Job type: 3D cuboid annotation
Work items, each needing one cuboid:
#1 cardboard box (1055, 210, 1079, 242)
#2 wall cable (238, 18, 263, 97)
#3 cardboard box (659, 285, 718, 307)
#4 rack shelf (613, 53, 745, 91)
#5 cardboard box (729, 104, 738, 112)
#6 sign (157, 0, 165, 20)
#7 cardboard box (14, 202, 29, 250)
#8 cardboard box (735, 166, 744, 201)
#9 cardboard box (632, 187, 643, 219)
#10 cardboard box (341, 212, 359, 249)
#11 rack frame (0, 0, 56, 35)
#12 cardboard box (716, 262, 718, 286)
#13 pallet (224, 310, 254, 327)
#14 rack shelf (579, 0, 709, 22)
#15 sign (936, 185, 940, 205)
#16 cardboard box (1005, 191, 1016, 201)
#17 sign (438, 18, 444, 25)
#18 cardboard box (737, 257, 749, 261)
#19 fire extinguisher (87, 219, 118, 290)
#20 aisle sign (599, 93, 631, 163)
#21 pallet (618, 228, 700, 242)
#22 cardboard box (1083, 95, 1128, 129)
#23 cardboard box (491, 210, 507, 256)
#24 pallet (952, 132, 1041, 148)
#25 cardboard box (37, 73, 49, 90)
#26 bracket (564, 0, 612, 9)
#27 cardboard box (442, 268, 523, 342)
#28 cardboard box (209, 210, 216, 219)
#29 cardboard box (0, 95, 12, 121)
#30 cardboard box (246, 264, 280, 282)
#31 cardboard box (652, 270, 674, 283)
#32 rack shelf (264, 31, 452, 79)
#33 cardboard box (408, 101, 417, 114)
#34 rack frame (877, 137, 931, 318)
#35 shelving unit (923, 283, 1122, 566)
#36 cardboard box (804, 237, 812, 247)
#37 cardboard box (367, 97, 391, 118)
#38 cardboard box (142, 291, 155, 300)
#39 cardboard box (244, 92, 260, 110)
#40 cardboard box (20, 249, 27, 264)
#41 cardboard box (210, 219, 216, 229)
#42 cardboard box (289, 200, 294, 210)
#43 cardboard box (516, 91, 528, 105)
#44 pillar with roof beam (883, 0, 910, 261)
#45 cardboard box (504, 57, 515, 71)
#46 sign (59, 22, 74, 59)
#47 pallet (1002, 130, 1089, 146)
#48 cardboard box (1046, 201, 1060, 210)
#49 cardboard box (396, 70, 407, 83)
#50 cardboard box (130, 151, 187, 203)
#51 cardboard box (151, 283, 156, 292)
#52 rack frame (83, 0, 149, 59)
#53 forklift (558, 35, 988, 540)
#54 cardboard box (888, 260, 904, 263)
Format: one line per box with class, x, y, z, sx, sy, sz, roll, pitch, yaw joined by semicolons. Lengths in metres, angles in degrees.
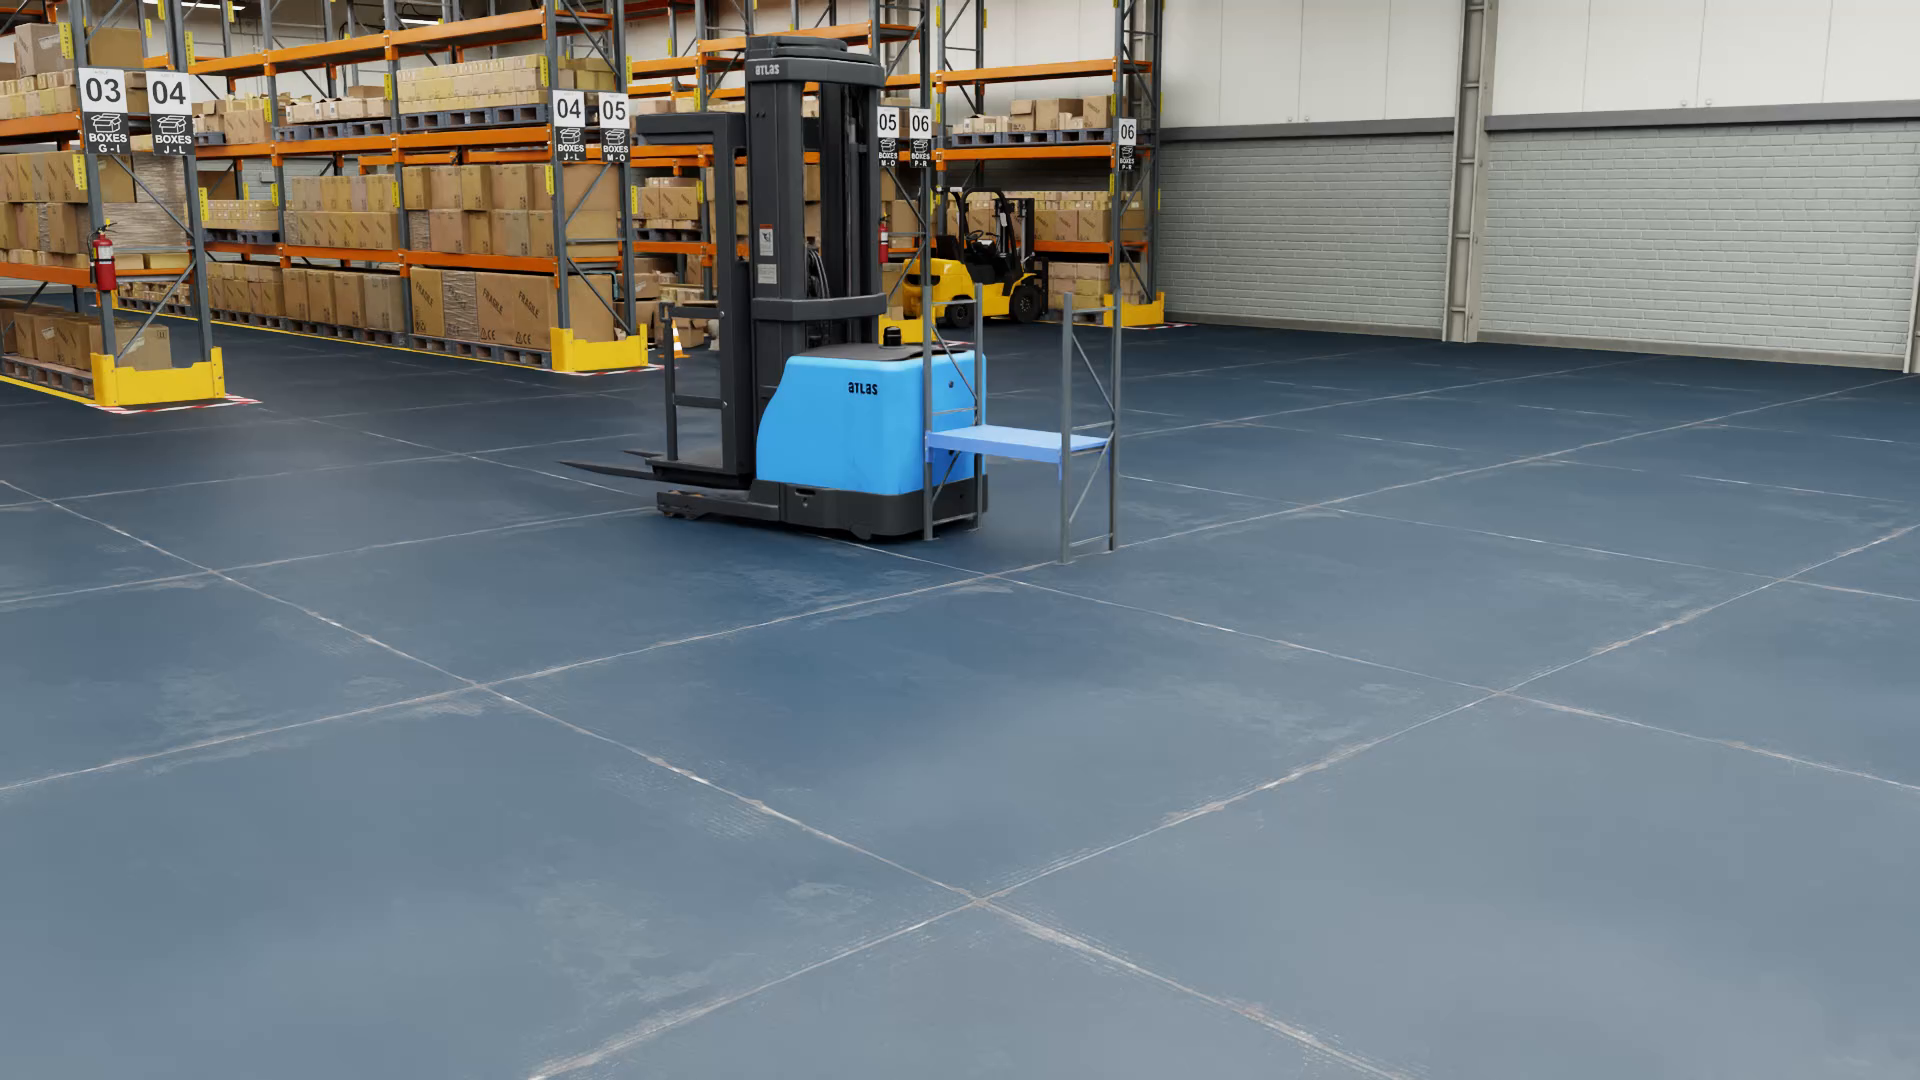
cardboard box;1.894;-5.097;26.971;0.500;0.500;0.500;-10;15;-41
wall cable;-15.993;-10.308;37.644;0.463;3.000;0.029;-11;16;-43
cardboard box;-4.437;-3.927;27.010;0.950;0.372;0.625;-10;15;-39
rack shelf;-4.956;-7.510;26.834;1.077;0.370;4.000;-11;16;-43
cardboard box;-3.217;-6.399;24.751;0.250;0.149;0.380;11;16;43
sign;-13.015;-8.652;27.096;0.100;0.325;0.005;-11;16;-43
cardboard box;-9.738;-3.430;18.142;0.875;0.500;0.500;-11;16;-43
cardboard box;-3.091;-5.340;24.934;0.700;0.500;0.500;-11;16;-42
cardboard box;-5.117;-5.488;27.090;0.500;0.500;0.500;11;16;43
cardboard box;-8.337;-4.358;23.385;0.500;0.500;0.500;-11;16;-42
rack frame;-10.742;-6.385;18.602;1.000;3.000;0.127;-11;16;-43
cardboard box;-4.624;-5.417;33.925;0.500;0.500;0.500;11;16;43
pallet;-11.224;-3.633;27.024;1.003;0.211;1.213;-11;16;-43
rack shelf;-6.893;-11.193;35.486;1.077;0.370;4.000;-11;16;-43
sign;-0.373;-5.971;28.787;0.100;0.325;0.005;-11;16;-43
cardboard box;0.965;-5.767;27.879;0.380;0.149;0.250;-11;16;-43
sign;-9.518;-9.395;30.503;0.100;0.325;0.005;-11;16;-43
cardboard box;-3.319;-4.221;25.274;0.380;0.149;0.250;-11;16;-42
fire extinguisher;-8.234;-2.744;15.989;0.296;0.674;0.183;-11;16;-43
aisle sign;-4.057;-4.844;19.547;0.394;0.787;0.004;-11;16;-43
pallet;-4.940;-5.034;27.388;1.003;0.211;1.213;-11;16;-43
cardboard box;2.293;-6.739;26.220;0.500;0.500;0.500;-10;15;-41
cardboard box;-5.303;-3.837;20.730;0.875;0.550;0.550;-11;16;-43
pallet;0.621;-6.825;28.390;1.003;0.211;1.213;-11;16;-43
cardboard box;-8.951;-4.563;16.577;0.380;0.149;0.250;-11;16;-42
bracket;-7.663;-12.003;36.950;0.076;0.066;4.783;-11;16;-43
cardboard box;-6.076;-3.056;21.534;0.875;0.875;0.875;-11;16;-42
cardboard box;-11.760;-5.207;26.594;0.380;0.149;0.250;-11;16;-43
cardboard box;-9.912;-4.590;17.697;0.500;0.250;0.500;11;16;43
cardboard box;-10.866;-4.191;26.116;0.500;0.250;0.500;-11;16;-42
cardboard box;-6.355;-5.646;35.619;0.396;0.266;0.258;-10;15;-41
rack shelf;-8.466;-6.805;23.415;1.077;0.370;4.000;-11;16;-43
cardboard box;-6.899;-5.586;21.491;0.380;0.149;0.250;-11;16;-42
rack frame;-0.812;-4.244;23.077;1.000;3.000;0.127;-11;16;-43
shelving unit;0.344;-0.695;9.569;1.048;1.500;0.538;10;15;40
cardboard box;-2.159;-4.322;24.081;0.380;0.149;0.250;-11;16;-43
cardboard box;-7.688;-5.854;22.543;0.500;0.250;0.500;-11;16;-42
cardboard box;-14.374;-4.376;29.740;0.250;0.149;0.380;11;16;42
cardboard box;-10.679;-6.695;25.398;0.396;0.266;0.258;-11;16;-43
cardboard box;-9.930;-3.071;18.008;0.380;0.149;0.250;-11;16;-43
cardboard box;-11.765;-5.062;26.629;0.380;0.149;0.250;-11;16;-44
cardboard box;-10.214;-5.214;25.894;0.250;0.149;0.380;11;16;44
cardboard box;-4.971;-5.178;19.512;0.380;0.149;0.250;-11;16;-42
pillar with roof beam;-4.311;-8.377;28.272;9.100;9.000;0.400;-11;16;-43
cardboard box;-5.149;-5.607;19.615;0.380;0.149;0.250;-11;16;-42
sign;-8.395;-4.691;15.620;0.100;0.325;0.005;-11;16;-43
pallet;1.459;-6.647;27.526;1.003;0.211;1.213;-11;16;-43
cardboard box;1.619;-5.464;27.144;0.250;0.149;0.380;11;16;43
cardboard box;-7.079;-6.014;21.592;0.380;0.149;0.250;-11;16;-42
cardboard box;-8.162;-3.665;16.807;0.500;0.500;0.500;-11;16;-43
cardboard box;-14.247;-4.534;29.773;0.380;0.149;0.250;-10;15;-40
rack frame;-15.372;-8.813;30.385;1.000;3.000;0.127;-11;16;-43
forklift;-1.329;-1.641;10.611;3.031;2.935;1.130;8;14;34
cardboard box;-1.407;-4.861;30.915;0.625;0.625;0.875;11;16;43
